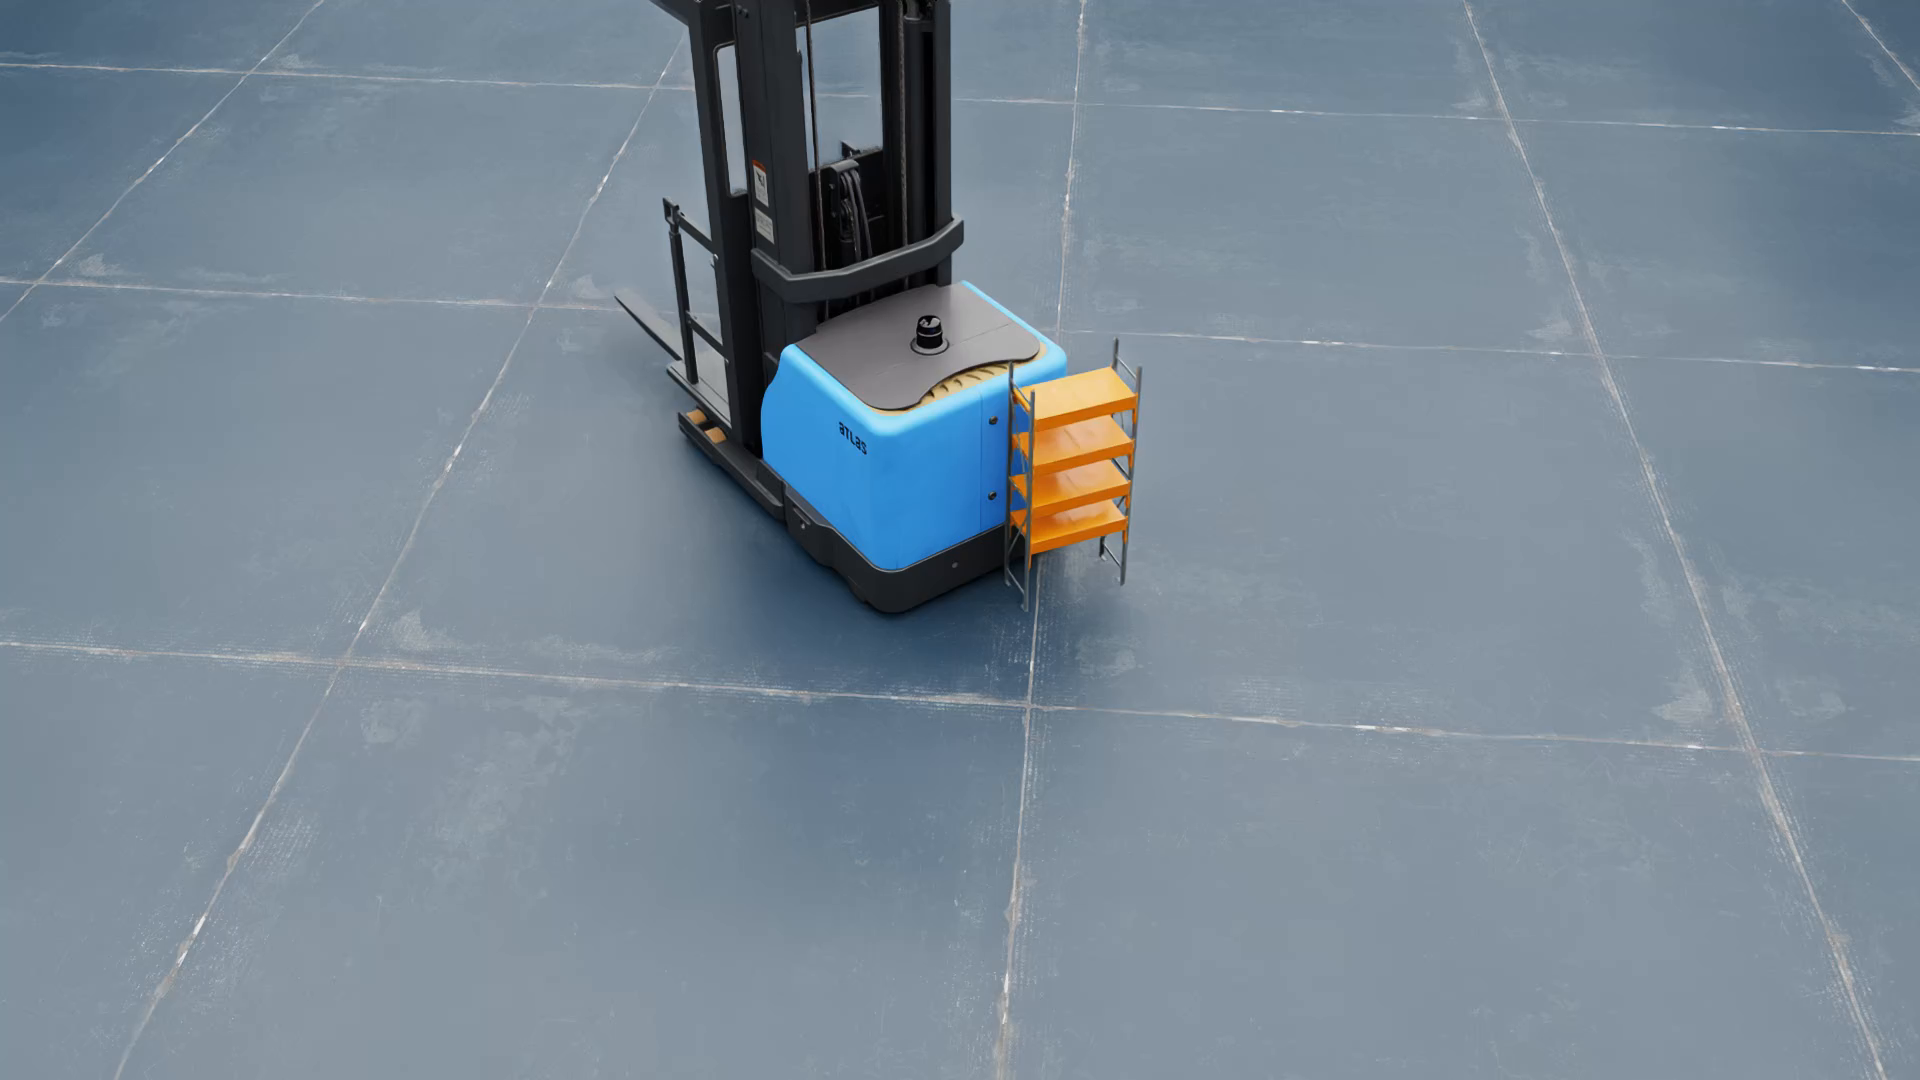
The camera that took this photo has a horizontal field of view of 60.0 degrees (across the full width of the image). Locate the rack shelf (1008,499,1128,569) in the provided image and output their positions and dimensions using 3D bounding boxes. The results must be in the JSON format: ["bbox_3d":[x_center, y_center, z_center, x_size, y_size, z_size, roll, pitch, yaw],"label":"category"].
[{"bbox_3d":[0.481,-0.060,7.465,0.480,0.148,0.258,-15,41,-17],"label":"rack shelf"}]

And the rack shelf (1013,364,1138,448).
[{"bbox_3d":[0.481,-0.571,7.050,0.480,0.148,0.258,-15,41,-17],"label":"rack shelf"}]

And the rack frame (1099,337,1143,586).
[{"bbox_3d":[0.706,-0.326,7.370,0.015,1.200,0.240,-15,41,-17],"label":"rack frame"}]

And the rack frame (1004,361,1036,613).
[{"bbox_3d":[0.255,-0.208,7.225,0.015,1.200,0.240,-15,41,-17],"label":"rack frame"}]

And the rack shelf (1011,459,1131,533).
[{"bbox_3d":[0.481,-0.214,7.340,0.480,0.148,0.258,-15,41,-17],"label":"rack shelf"}]

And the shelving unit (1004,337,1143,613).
[{"bbox_3d":[0.481,-0.267,7.298,0.503,1.200,0.258,-15,41,-17],"label":"shelving unit"}]

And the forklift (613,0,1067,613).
[{"bbox_3d":[-0.781,-1.698,7.685,1.130,2.935,3.031,-24,45,-27],"label":"forklift"}]

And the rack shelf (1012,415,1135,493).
[{"bbox_3d":[0.481,-0.388,7.199,0.480,0.148,0.258,-15,41,-17],"label":"rack shelf"}]
